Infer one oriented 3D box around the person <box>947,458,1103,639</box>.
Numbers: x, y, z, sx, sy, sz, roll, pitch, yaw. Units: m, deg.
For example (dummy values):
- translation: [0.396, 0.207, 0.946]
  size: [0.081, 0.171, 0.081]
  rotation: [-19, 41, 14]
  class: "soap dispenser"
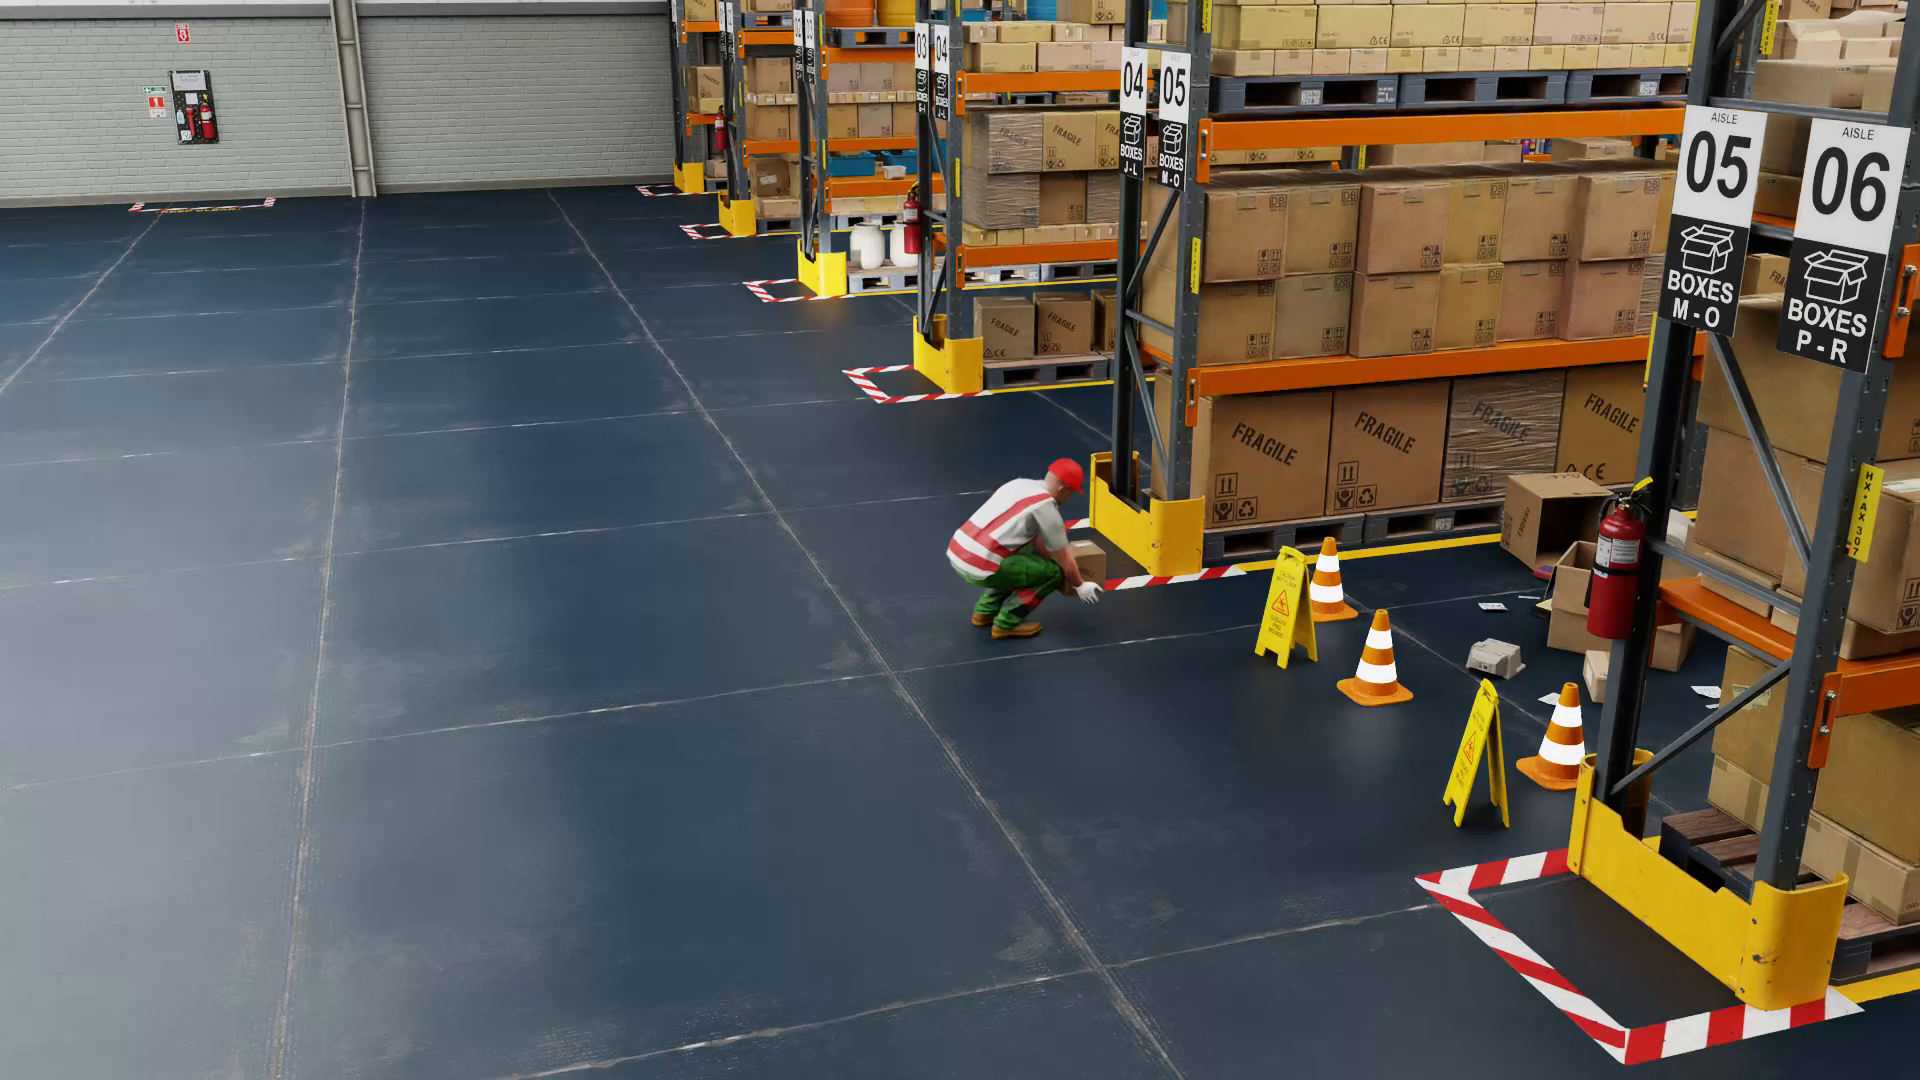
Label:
- translation: [0.359, 0.037, 9.658]
  size: [0.884, 0.991, 0.567]
  rotation: [-6, 20, -17]
  class: "person"
